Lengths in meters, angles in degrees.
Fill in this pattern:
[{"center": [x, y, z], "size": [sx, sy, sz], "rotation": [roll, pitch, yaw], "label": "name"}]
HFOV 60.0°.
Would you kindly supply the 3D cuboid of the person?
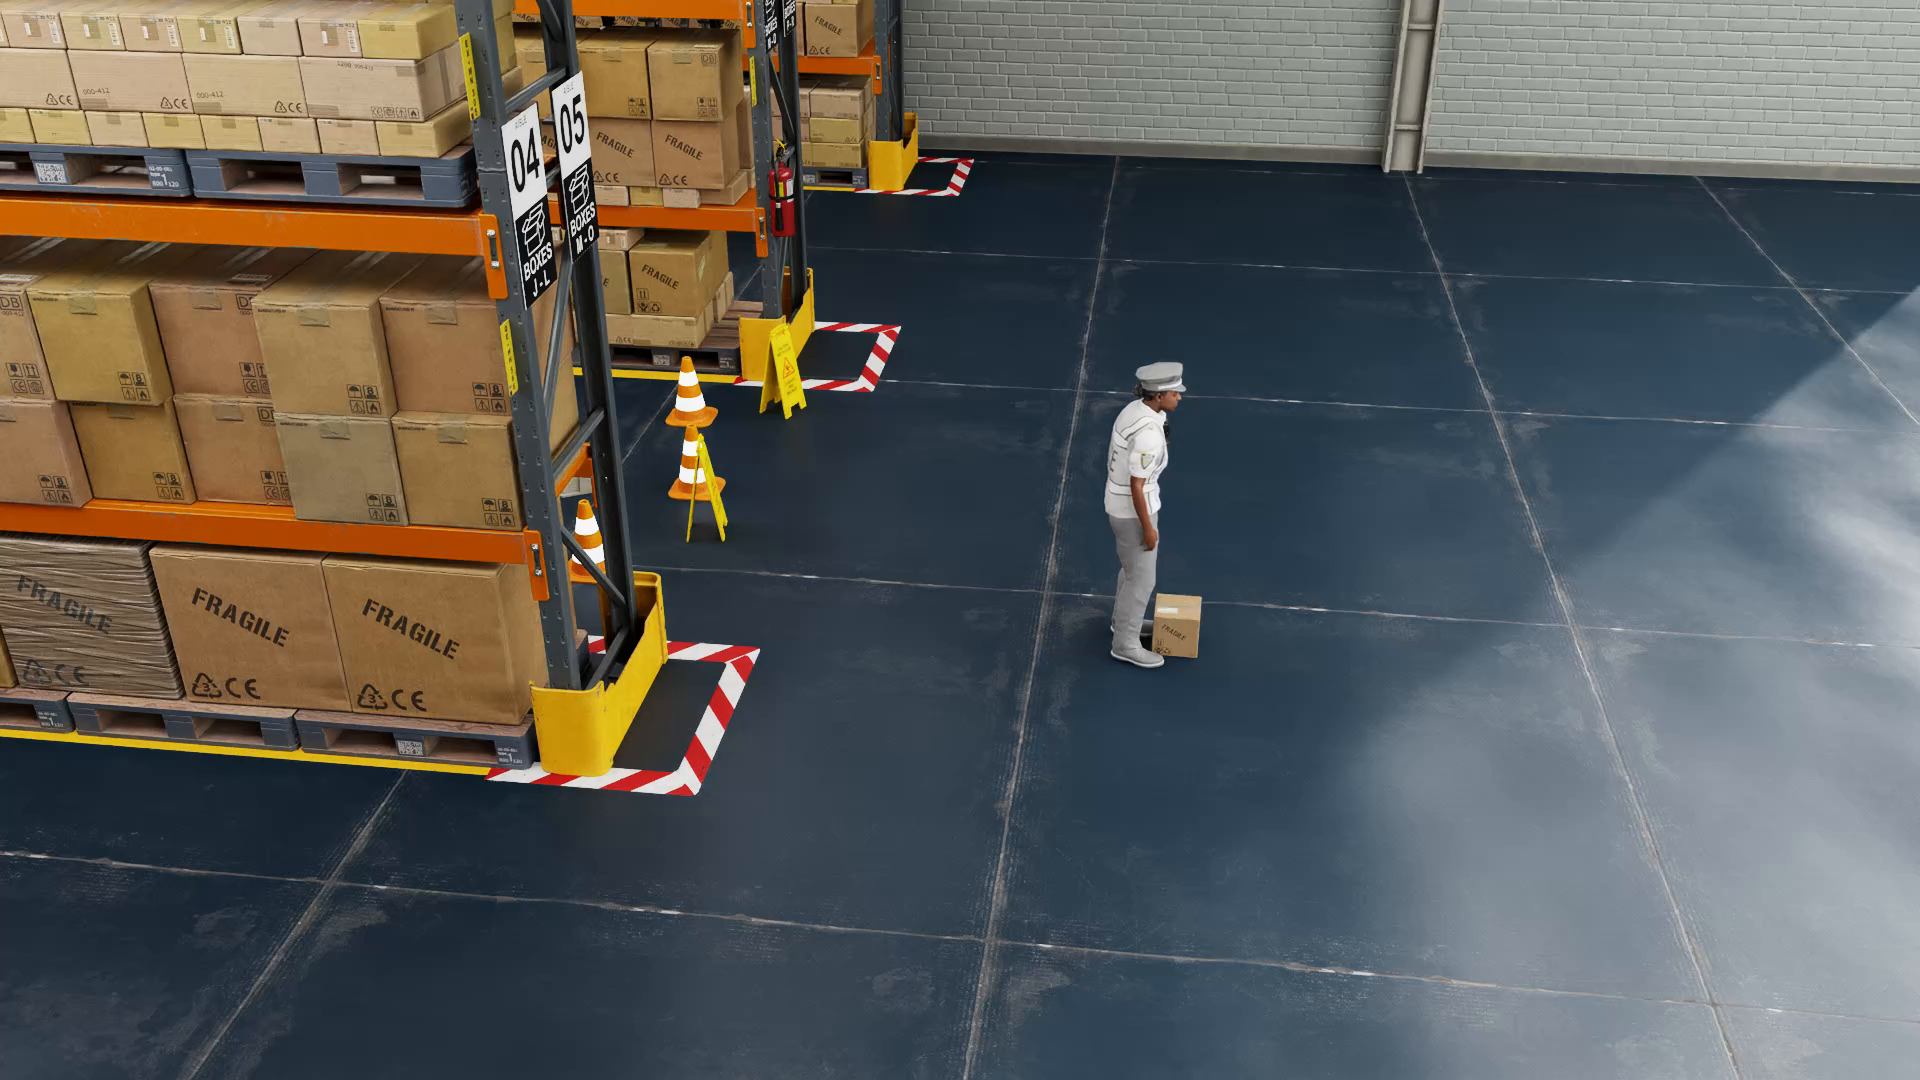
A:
[{"center": [0.966, -0.149, 8.899], "size": [0.395, 1.658, 0.504], "rotation": [4, 29, 6], "label": "person"}]
